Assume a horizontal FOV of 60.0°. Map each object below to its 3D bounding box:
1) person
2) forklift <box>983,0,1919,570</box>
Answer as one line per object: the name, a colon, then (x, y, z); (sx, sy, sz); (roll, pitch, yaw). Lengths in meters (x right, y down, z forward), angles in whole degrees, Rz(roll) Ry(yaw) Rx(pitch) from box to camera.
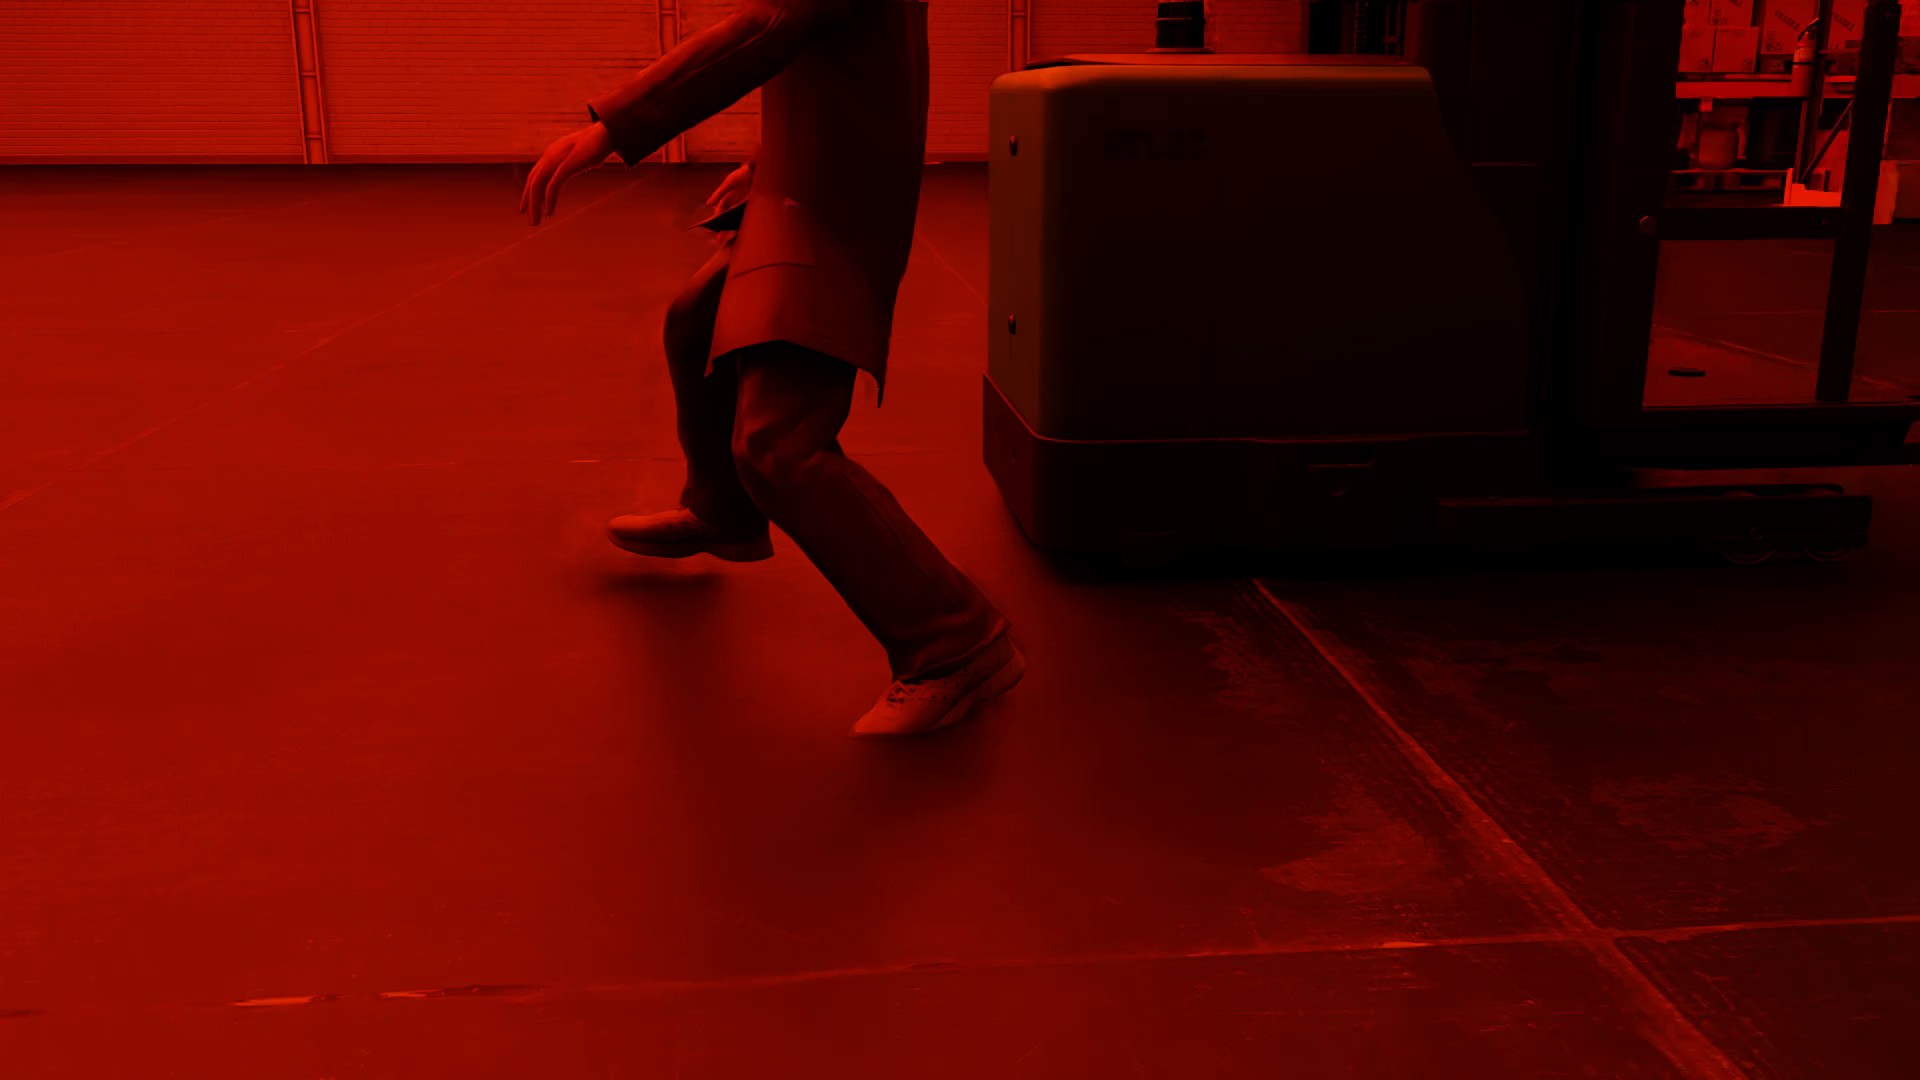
person: (-0.343, -0.552, 2.995); (0.984, 1.650, 1.037); (2, 15, 7)
forklift: (1.614, -1.494, 3.853); (3.031, 2.935, 1.130); (-2, 15, -6)
